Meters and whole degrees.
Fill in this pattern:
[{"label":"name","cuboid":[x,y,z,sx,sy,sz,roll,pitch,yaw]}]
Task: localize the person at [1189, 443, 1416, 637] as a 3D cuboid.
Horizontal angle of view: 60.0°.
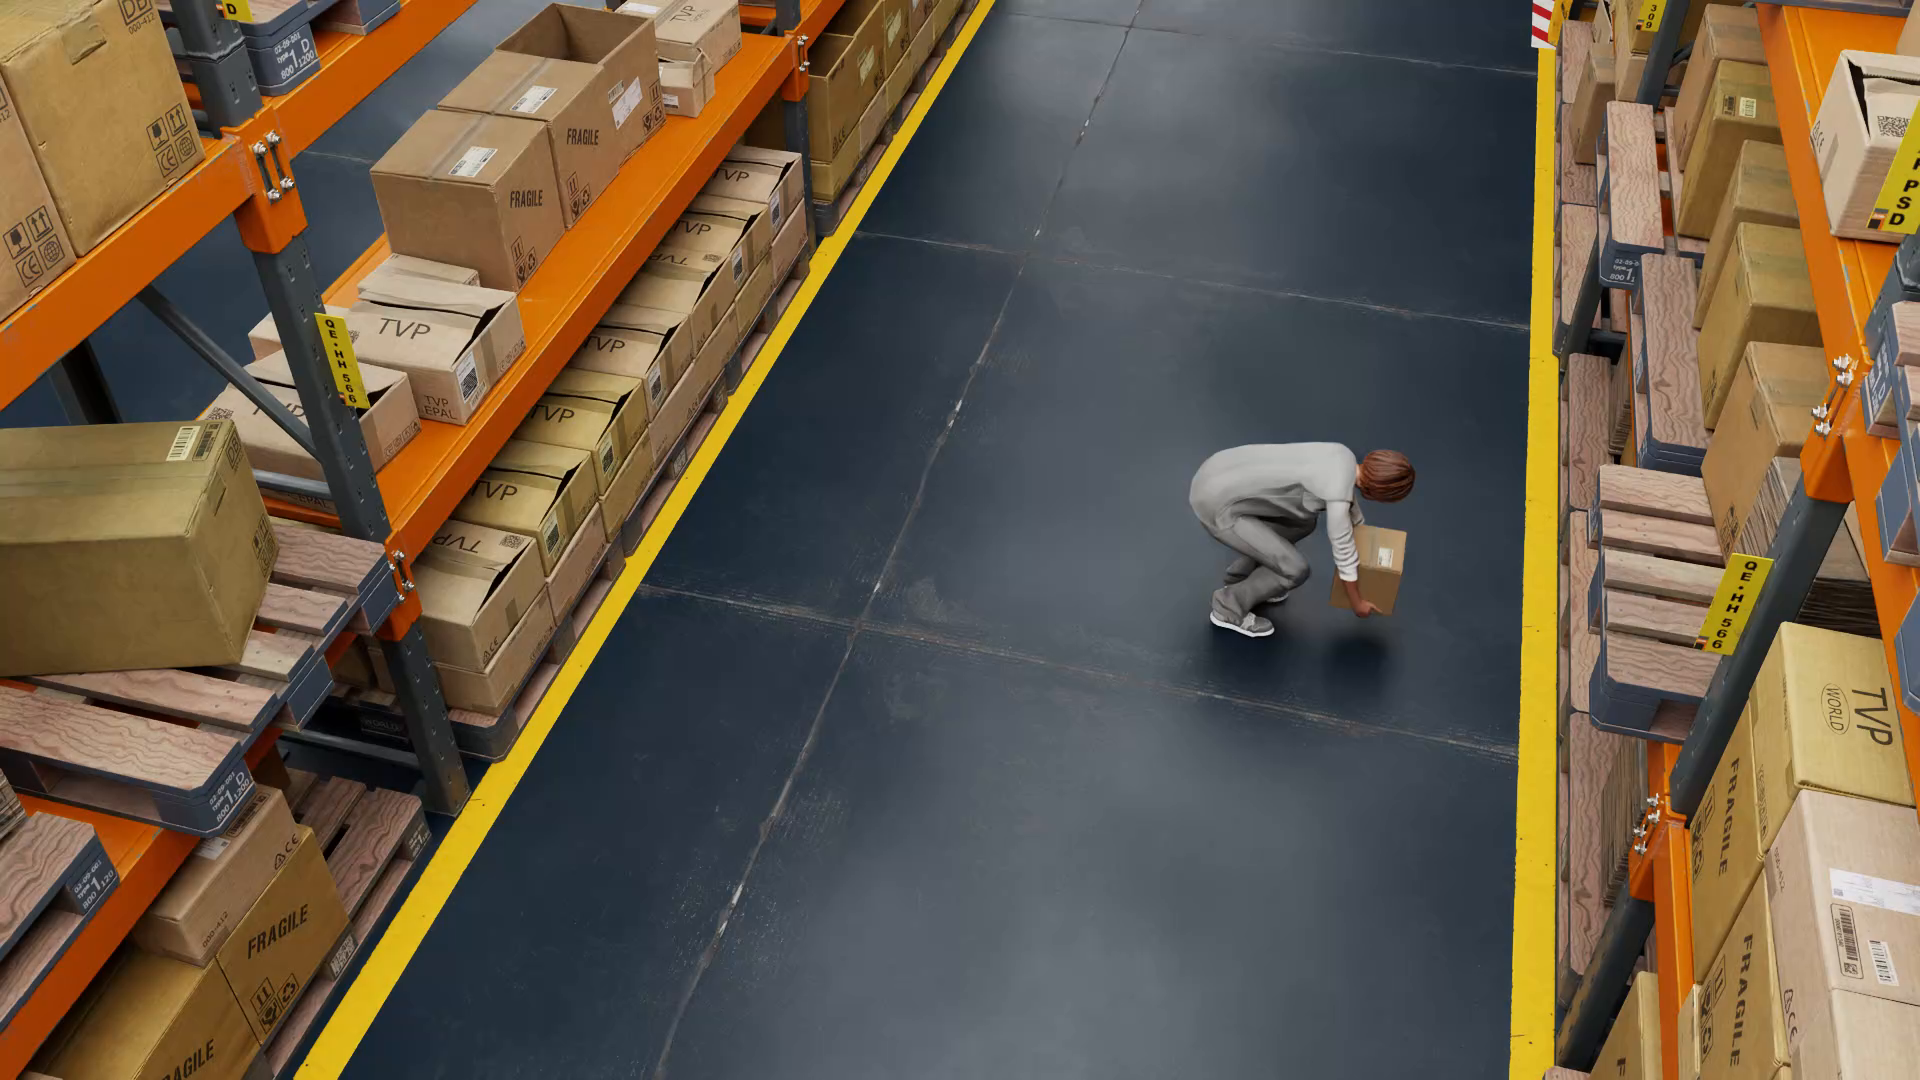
[{"label":"person","cuboid":[1.339,-0.021,6.717,0.853,0.899,0.425,8,42,9]}]
